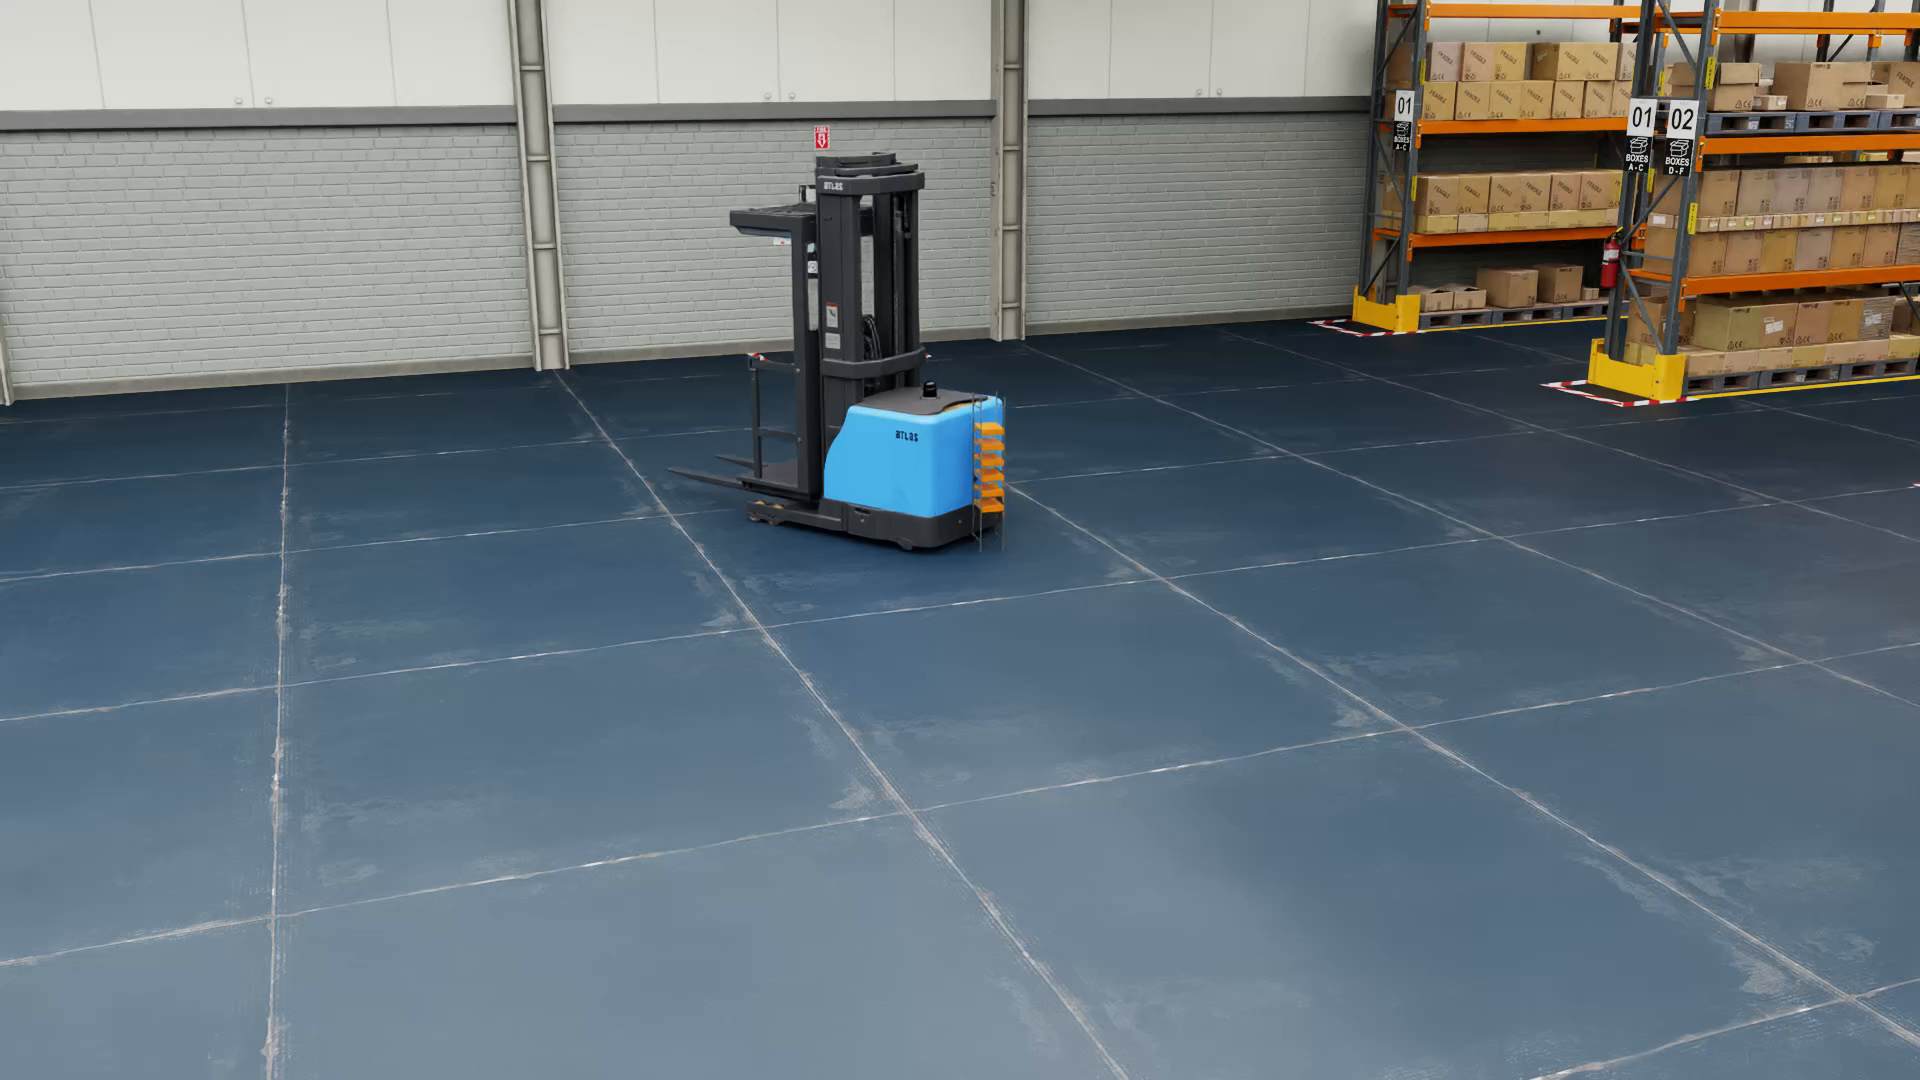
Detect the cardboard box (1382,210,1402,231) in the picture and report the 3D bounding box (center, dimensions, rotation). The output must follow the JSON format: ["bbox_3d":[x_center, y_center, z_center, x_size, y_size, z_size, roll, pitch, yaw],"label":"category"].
[{"bbox_3d":[6.259,-4.482,23.268,0.500,0.250,0.500,-6,17,-19],"label":"cardboard box"}]

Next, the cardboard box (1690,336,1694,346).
[{"bbox_3d":[8.526,-2.211,19.438,0.500,0.250,0.500,-6,17,-20],"label":"cardboard box"}]

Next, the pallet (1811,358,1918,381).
[{"bbox_3d":[10.646,-2.139,20.009,1.213,0.211,1.003,-6,17,-20],"label":"pallet"}]

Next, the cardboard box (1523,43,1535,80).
[{"bbox_3d":[7.648,-6.685,23.230,0.500,0.500,0.500,-6,17,-20],"label":"cardboard box"}]

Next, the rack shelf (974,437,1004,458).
[{"bbox_3d":[0.217,-0.708,12.687,0.180,0.103,0.258,-4,17,-14],"label":"rack shelf"}]

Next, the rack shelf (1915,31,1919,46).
[{"bbox_3d":[13.271,-6.090,19.851,4.000,0.370,1.077,-6,17,-20],"label":"rack shelf"}]

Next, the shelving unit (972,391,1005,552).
[{"bbox_3d":[0.217,-0.521,12.742,0.189,1.200,0.258,-4,17,-14],"label":"shelving unit"}]

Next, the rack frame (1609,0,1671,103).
[{"bbox_3d":[9.627,-7.728,23.443,0.127,3.000,1.000,-6,17,-20],"label":"rack frame"}]

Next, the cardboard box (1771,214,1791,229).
[{"bbox_3d":[9.075,-3.590,18.670,0.250,0.149,0.380,-7,18,-22],"label":"cardboard box"}]

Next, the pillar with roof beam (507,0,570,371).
[{"bbox_3d":[-3.429,-5.280,15.108,0.400,9.000,9.100,-6,17,-20],"label":"pillar with roof beam"}]

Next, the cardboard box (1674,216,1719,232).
[{"bbox_3d":[8.112,-3.485,18.315,0.250,0.149,0.380,-6,18,-20],"label":"cardboard box"}]

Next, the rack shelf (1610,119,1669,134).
[{"bbox_3d":[11.495,-6.145,24.654,4.000,0.370,1.077,-6,17,-20],"label":"rack shelf"}]

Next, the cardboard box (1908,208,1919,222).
[{"bbox_3d":[10.995,-3.798,19.378,0.250,0.149,0.380,-7,18,-21],"label":"cardboard box"}]

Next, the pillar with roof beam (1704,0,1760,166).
[{"bbox_3d":[13.380,-7.095,21.288,0.400,9.000,9.100,-6,17,-20],"label":"pillar with roof beam"}]

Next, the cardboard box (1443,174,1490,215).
[{"bbox_3d":[6.911,-4.760,22.883,0.500,0.500,0.500,-6,17,-20],"label":"cardboard box"}]

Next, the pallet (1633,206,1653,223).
[{"bbox_3d":[10.393,-4.796,24.448,1.213,0.211,1.003,-6,17,-20],"label":"pallet"}]

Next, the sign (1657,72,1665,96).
[{"bbox_3d":[9.829,-6.395,23.310,0.005,0.325,0.100,-6,17,-20],"label":"sign"}]

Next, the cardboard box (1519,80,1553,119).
[{"bbox_3d":[7.784,-6.069,22.904,0.500,0.500,0.500,-5,17,-17],"label":"cardboard box"}]

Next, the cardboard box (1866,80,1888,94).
[{"bbox_3d":[10.335,-5.176,19.241,0.500,0.311,0.500,-7,18,-23],"label":"cardboard box"}]

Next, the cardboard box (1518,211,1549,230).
[{"bbox_3d":[7.892,-4.506,23.349,0.500,0.250,0.500,-6,17,-20],"label":"cardboard box"}]

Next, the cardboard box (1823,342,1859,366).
[{"bbox_3d":[10.117,-2.222,19.477,0.500,0.250,0.500,-6,17,-20],"label":"cardboard box"}]

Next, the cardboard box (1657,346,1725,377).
[{"bbox_3d":[8.249,-2.021,18.791,0.500,0.250,0.500,-6,17,-20],"label":"cardboard box"}]

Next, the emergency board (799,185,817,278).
[{"bbox_3d":[-1.688,-3.900,21.056,0.643,1.169,0.194,-6,17,-20],"label":"emergency board"}]

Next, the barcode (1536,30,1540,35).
[{"bbox_3d":[8.176,-7.173,23.506,0.075,0.075,0.001,-6,17,-20],"label":"barcode"}]

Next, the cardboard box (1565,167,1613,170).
[{"bbox_3d":[9.114,-5.154,24.227,0.500,0.500,0.500,-7,18,-21],"label":"cardboard box"}]

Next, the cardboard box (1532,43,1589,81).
[{"bbox_3d":[8.265,-6.591,22.907,0.500,0.500,0.500,-7,18,-22],"label":"cardboard box"}]

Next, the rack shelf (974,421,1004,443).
[{"bbox_3d":[0.217,-0.824,12.653,0.180,0.103,0.258,-4,17,-14],"label":"rack shelf"}]

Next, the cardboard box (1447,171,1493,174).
[{"bbox_3d":[7.211,-4.948,23.526,0.500,0.500,0.500,-7,18,-22],"label":"cardboard box"}]

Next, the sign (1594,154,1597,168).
[{"bbox_3d":[9.426,-5.551,24.621,0.005,0.325,0.100,-6,17,-20],"label":"sign"}]

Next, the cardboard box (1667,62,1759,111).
[{"bbox_3d":[8.206,-4.957,18.156,0.637,0.503,0.797,-5,17,-16],"label":"cardboard box"}]

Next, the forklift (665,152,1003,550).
[{"bbox_3d":[-1.138,-1.635,13.463,3.031,2.935,1.130,12,20,34],"label":"forklift"}]

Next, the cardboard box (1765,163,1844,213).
[{"bbox_3d":[9.586,-4.019,18.980,0.500,0.500,0.700,-6,17,-20],"label":"cardboard box"}]

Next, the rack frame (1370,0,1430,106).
[{"bbox_3d":[5.892,-7.325,22.070,0.127,3.000,1.000,-6,17,-20],"label":"rack frame"}]

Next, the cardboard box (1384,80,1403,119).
[{"bbox_3d":[6.191,-6.052,22.846,0.500,0.500,0.500,-5,17,-16],"label":"cardboard box"}]

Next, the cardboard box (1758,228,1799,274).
[{"bbox_3d":[9.063,-3.338,18.963,0.500,0.500,0.700,-6,17,-20],"label":"cardboard box"}]

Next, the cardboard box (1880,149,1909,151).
[{"bbox_3d":[14.658,-6.029,26.233,0.500,0.250,0.500,-7,18,-21],"label":"cardboard box"}]

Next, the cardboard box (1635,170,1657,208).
[{"bbox_3d":[10.115,-5.151,24.357,0.500,0.500,0.700,-6,17,-20],"label":"cardboard box"}]

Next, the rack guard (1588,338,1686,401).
[{"bbox_3d":[7.646,-1.941,18.822,0.348,0.500,1.175,-6,17,-20],"label":"rack guard"}]

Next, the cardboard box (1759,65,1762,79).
[{"bbox_3d":[11.318,-6.697,24.332,0.500,0.500,0.500,-7,18,-22],"label":"cardboard box"}]

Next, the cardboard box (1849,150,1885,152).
[{"bbox_3d":[14.178,-5.978,26.060,0.500,0.250,0.500,-7,18,-22],"label":"cardboard box"}]

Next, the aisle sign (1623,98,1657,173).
[{"bbox_3d":[7.502,-4.461,18.353,0.004,0.787,0.394,-6,17,-20],"label":"aisle sign"}]

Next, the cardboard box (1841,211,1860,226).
[{"bbox_3d":[10.040,-3.694,19.026,0.250,0.149,0.380,-6,17,-18],"label":"cardboard box"}]

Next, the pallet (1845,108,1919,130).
[{"bbox_3d":[10.616,-4.850,19.125,1.213,0.211,1.003,-6,17,-20],"label":"pallet"}]

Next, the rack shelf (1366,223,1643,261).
[{"bbox_3d":[7.760,-4.303,23.703,4.000,0.370,1.077,-6,17,-20],"label":"rack shelf"}]

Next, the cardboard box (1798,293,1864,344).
[{"bbox_3d":[10.112,-2.585,19.383,0.500,0.500,0.500,-6,17,-20],"label":"cardboard box"}]

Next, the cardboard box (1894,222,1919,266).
[{"bbox_3d":[10.991,-3.548,19.679,0.500,0.500,0.700,-7,18,-22],"label":"cardboard box"}]

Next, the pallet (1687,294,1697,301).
[{"bbox_3d":[11.495,-3.714,25.373,1.213,0.211,1.003,-6,17,-20],"label":"pallet"}]

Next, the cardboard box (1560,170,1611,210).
[{"bbox_3d":[8.833,-4.966,23.585,0.500,0.500,0.500,-6,17,-20],"label":"cardboard box"}]

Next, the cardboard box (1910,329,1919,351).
[{"bbox_3d":[11.869,-2.404,20.096,0.500,0.250,0.500,-7,18,-21],"label":"cardboard box"}]

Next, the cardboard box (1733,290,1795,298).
[{"bbox_3d":[9.459,-2.672,19.679,0.500,0.500,0.500,-6,17,-20],"label":"cardboard box"}]
